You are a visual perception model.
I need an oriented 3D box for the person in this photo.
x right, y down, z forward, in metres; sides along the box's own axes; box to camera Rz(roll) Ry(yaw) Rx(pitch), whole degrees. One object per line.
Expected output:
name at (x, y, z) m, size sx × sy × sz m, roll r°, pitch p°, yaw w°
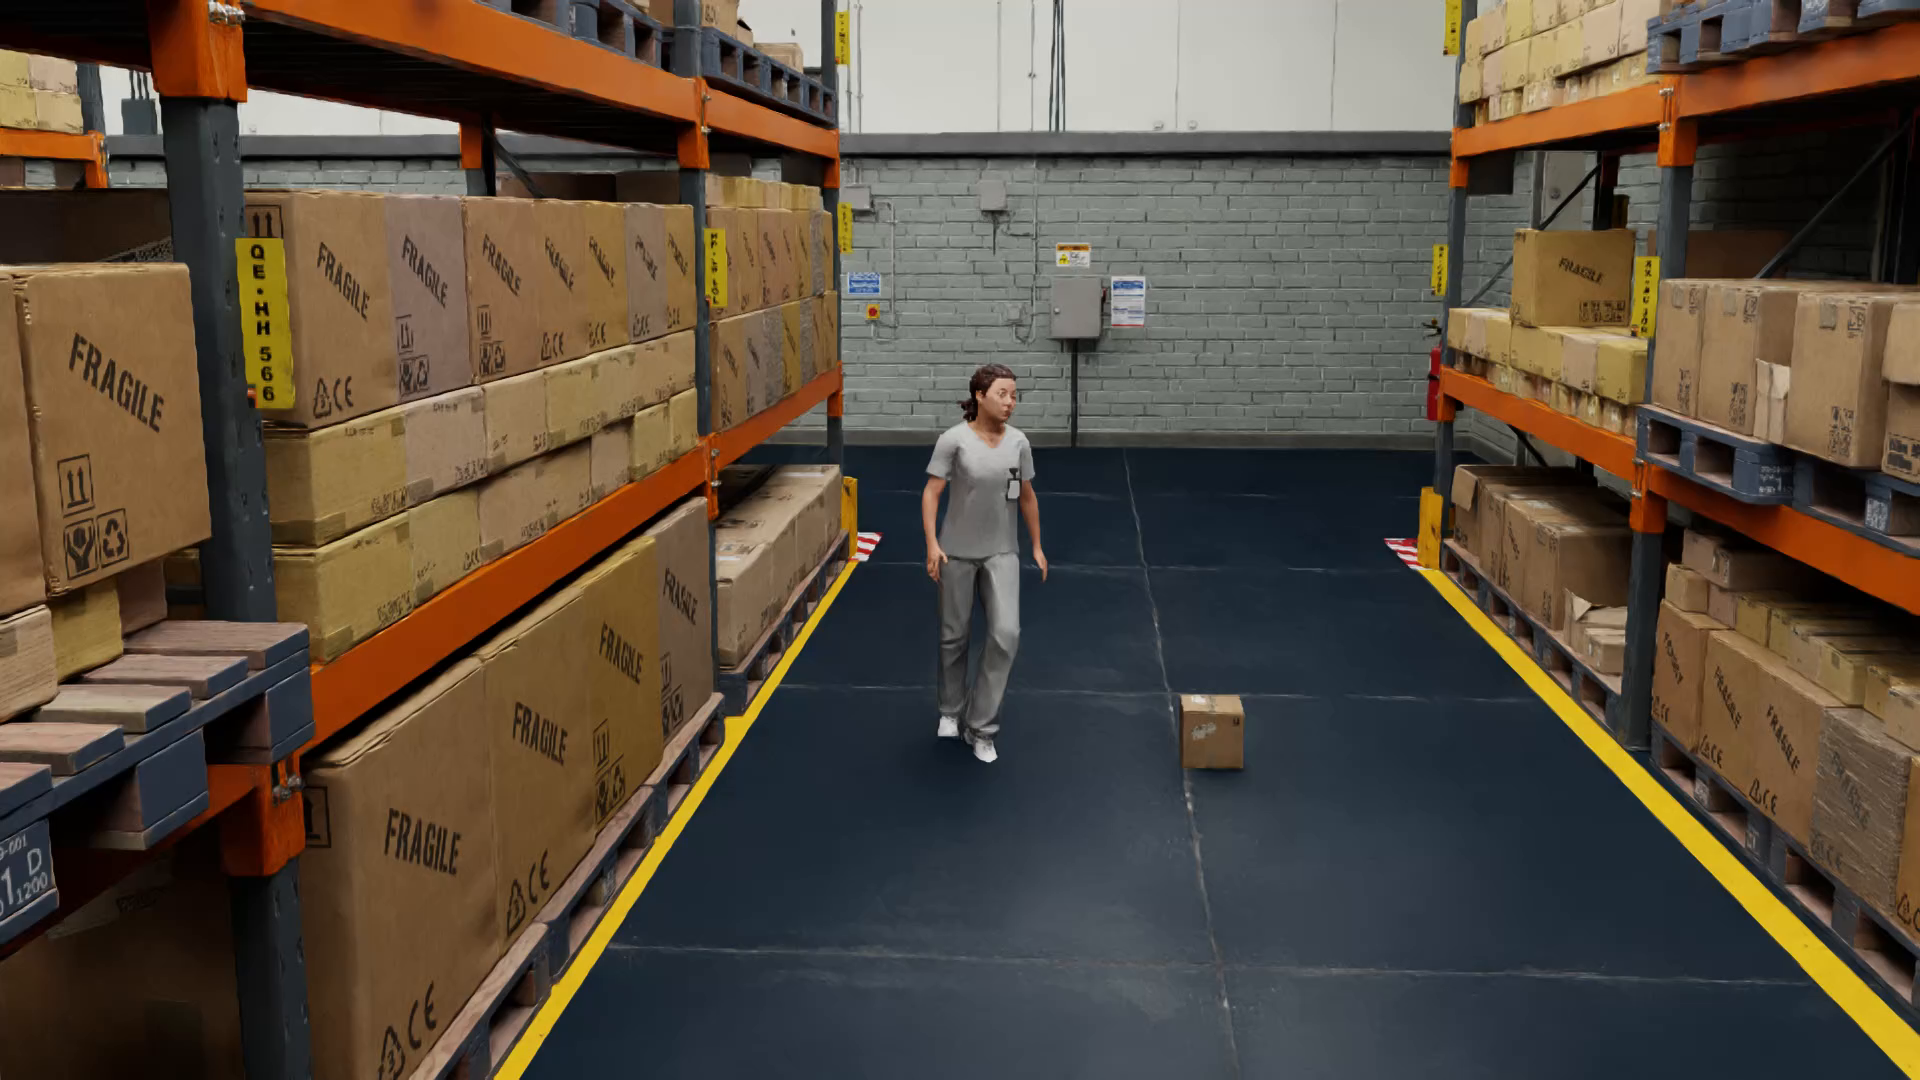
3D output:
person at (0.120, 0.095, 7.145) m, size 0.571 × 1.691 × 0.630 m, roll -2°, pitch 11°, yaw -10°
